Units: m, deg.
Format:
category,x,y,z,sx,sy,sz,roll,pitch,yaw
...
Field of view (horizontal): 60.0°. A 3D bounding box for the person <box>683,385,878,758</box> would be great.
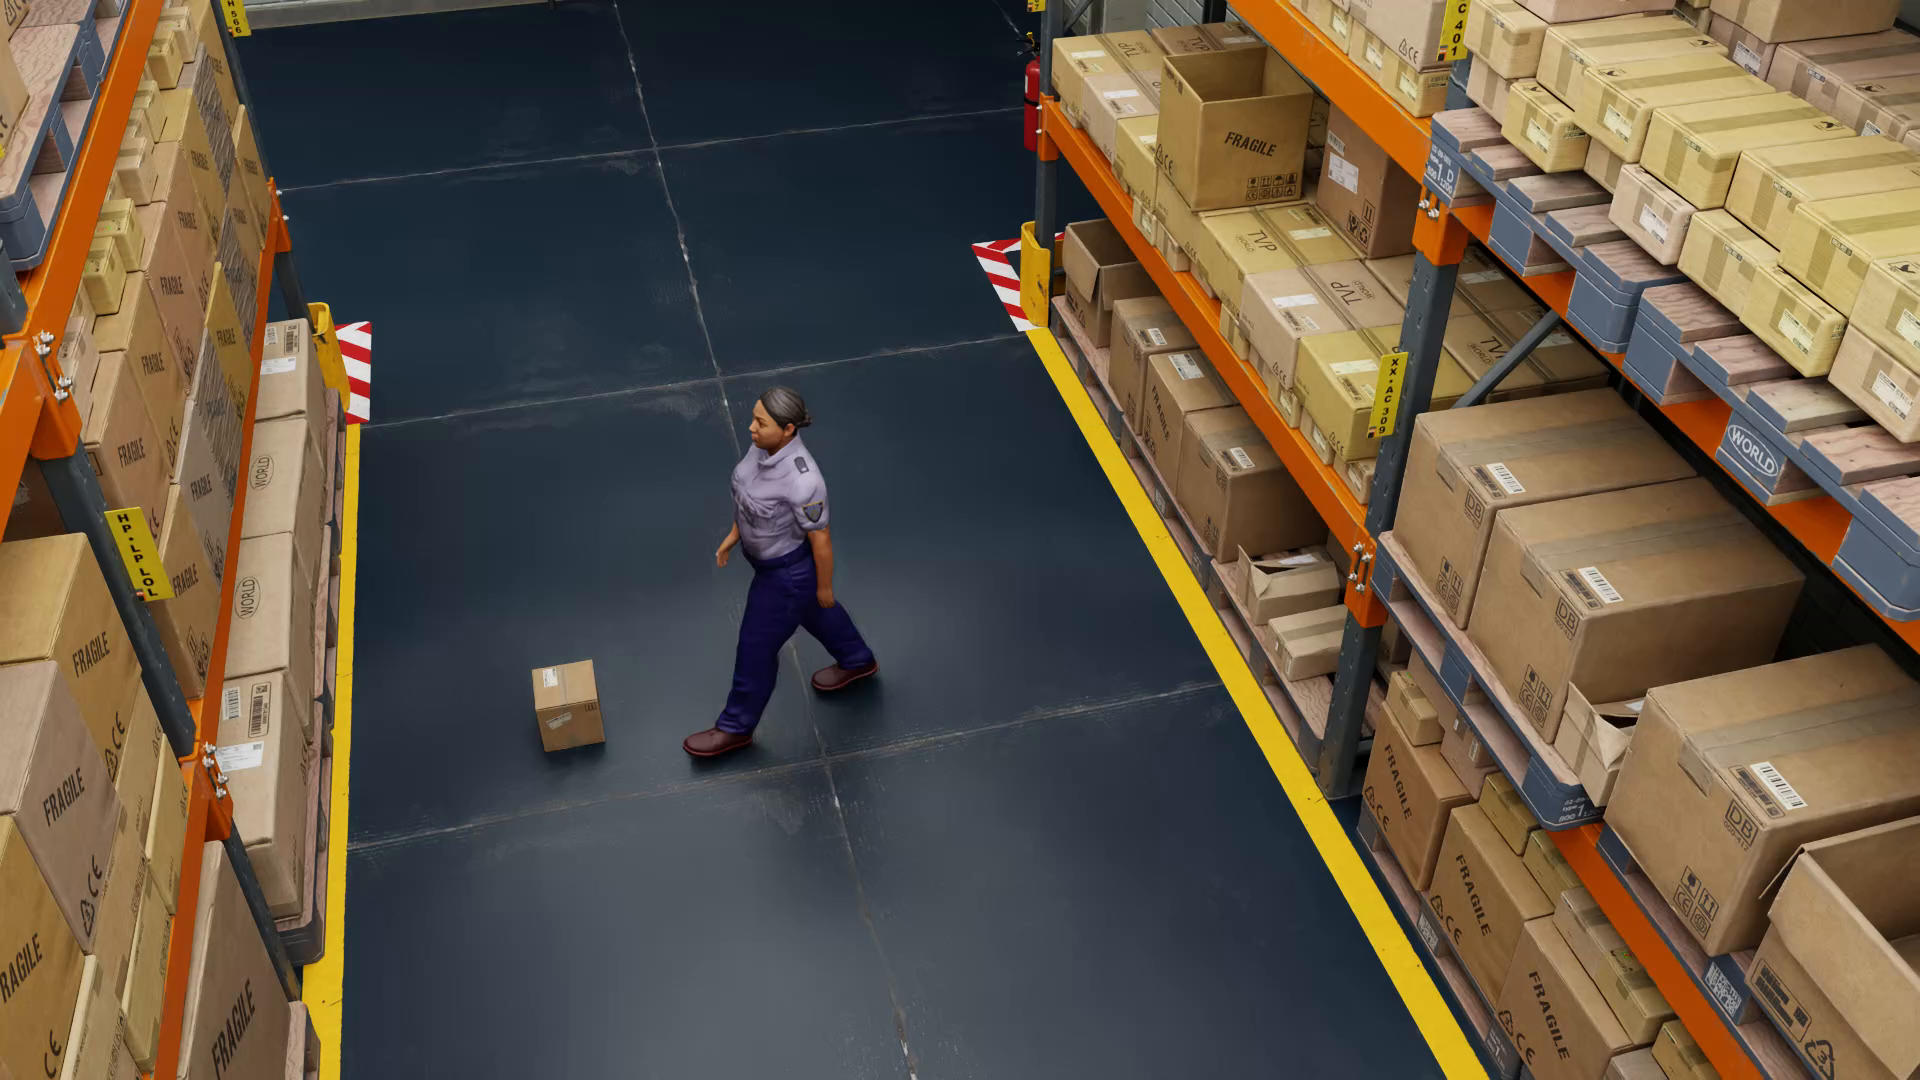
category,x,y,z,sx,sy,sz,roll,pitch,yaw
person,-0.765,0.086,6.613,0.903,1.604,0.484,-12,40,-14
